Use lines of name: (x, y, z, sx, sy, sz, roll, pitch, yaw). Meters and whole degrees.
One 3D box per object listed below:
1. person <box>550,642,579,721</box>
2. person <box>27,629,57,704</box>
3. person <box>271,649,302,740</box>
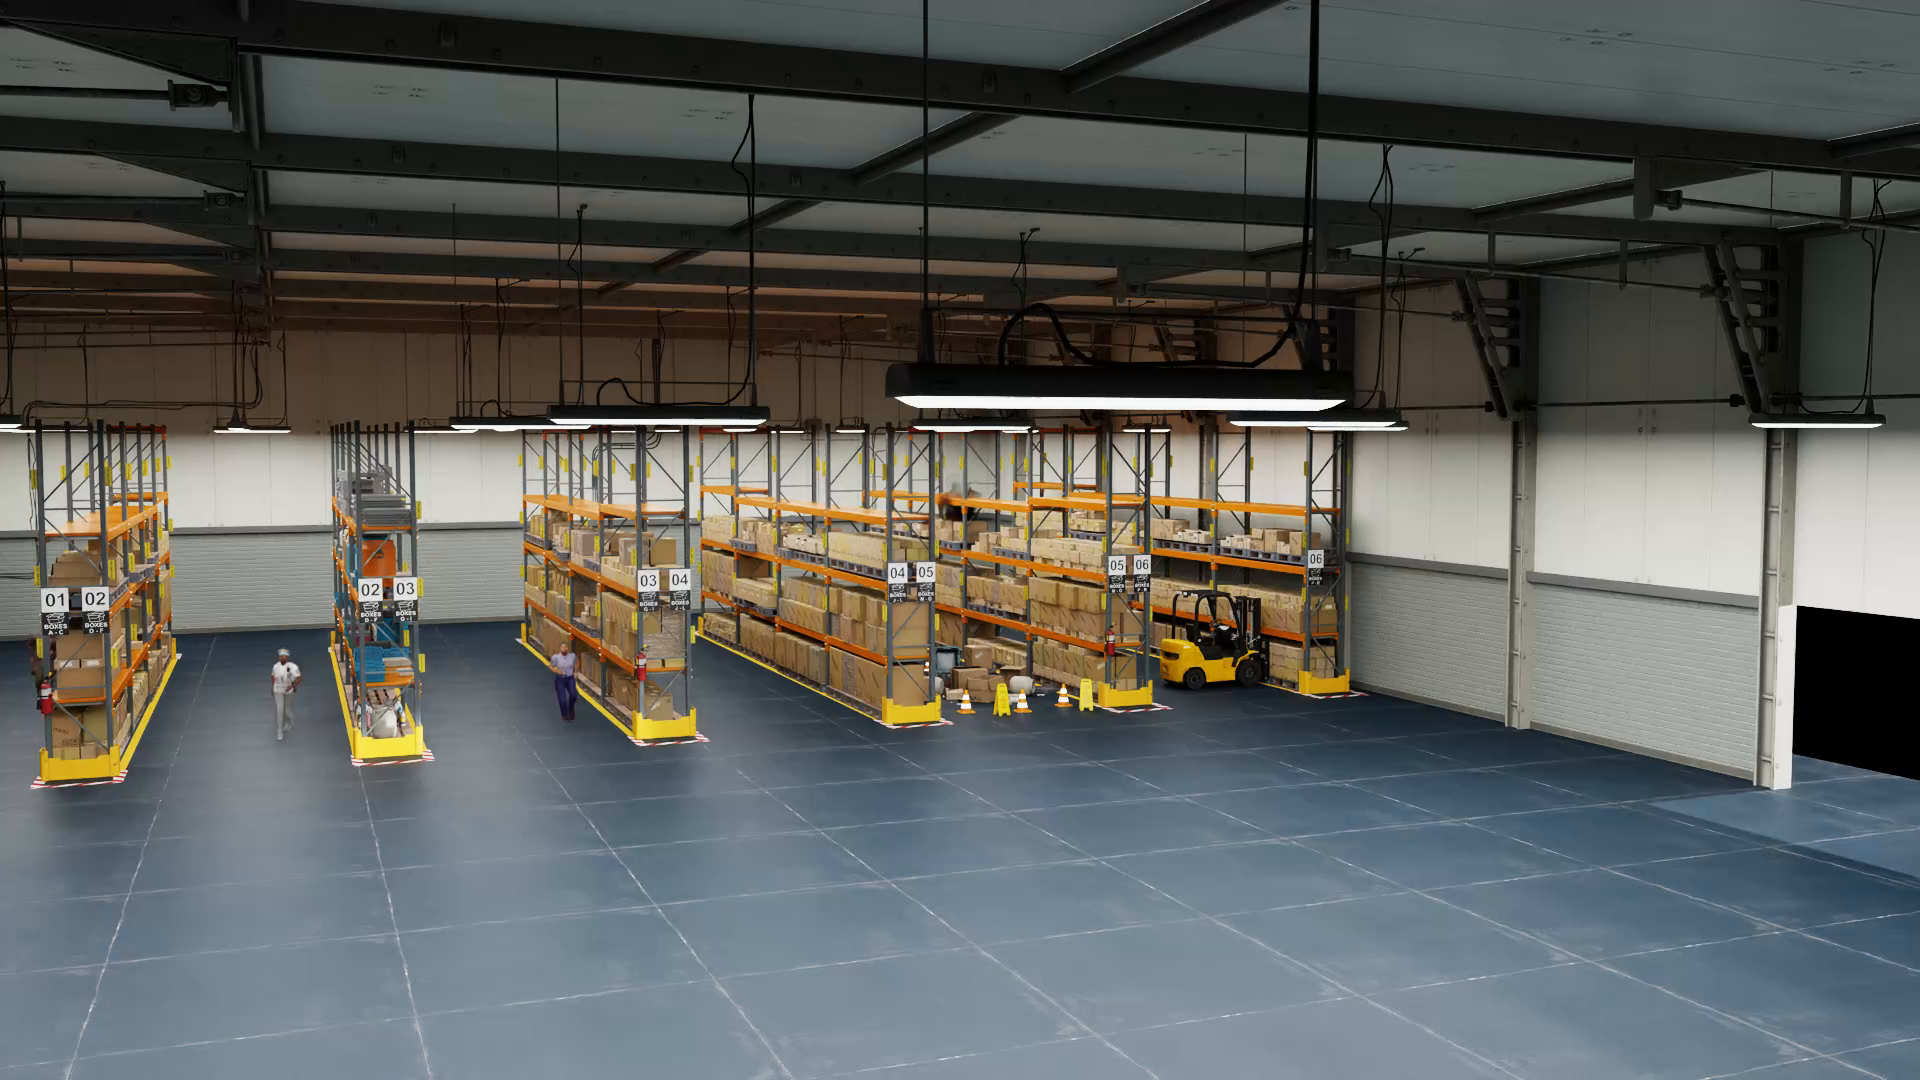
person: (-7.894, 2.832, 33.238, 0.599, 1.602, 0.645, -1, 4, -20)
person: (-19.351, 2.648, 35.164, 0.691, 1.763, 0.799, -2, 4, -24)
person: (-12.789, 2.888, 31.559, 0.577, 1.683, 0.890, -1, 4, -11)
